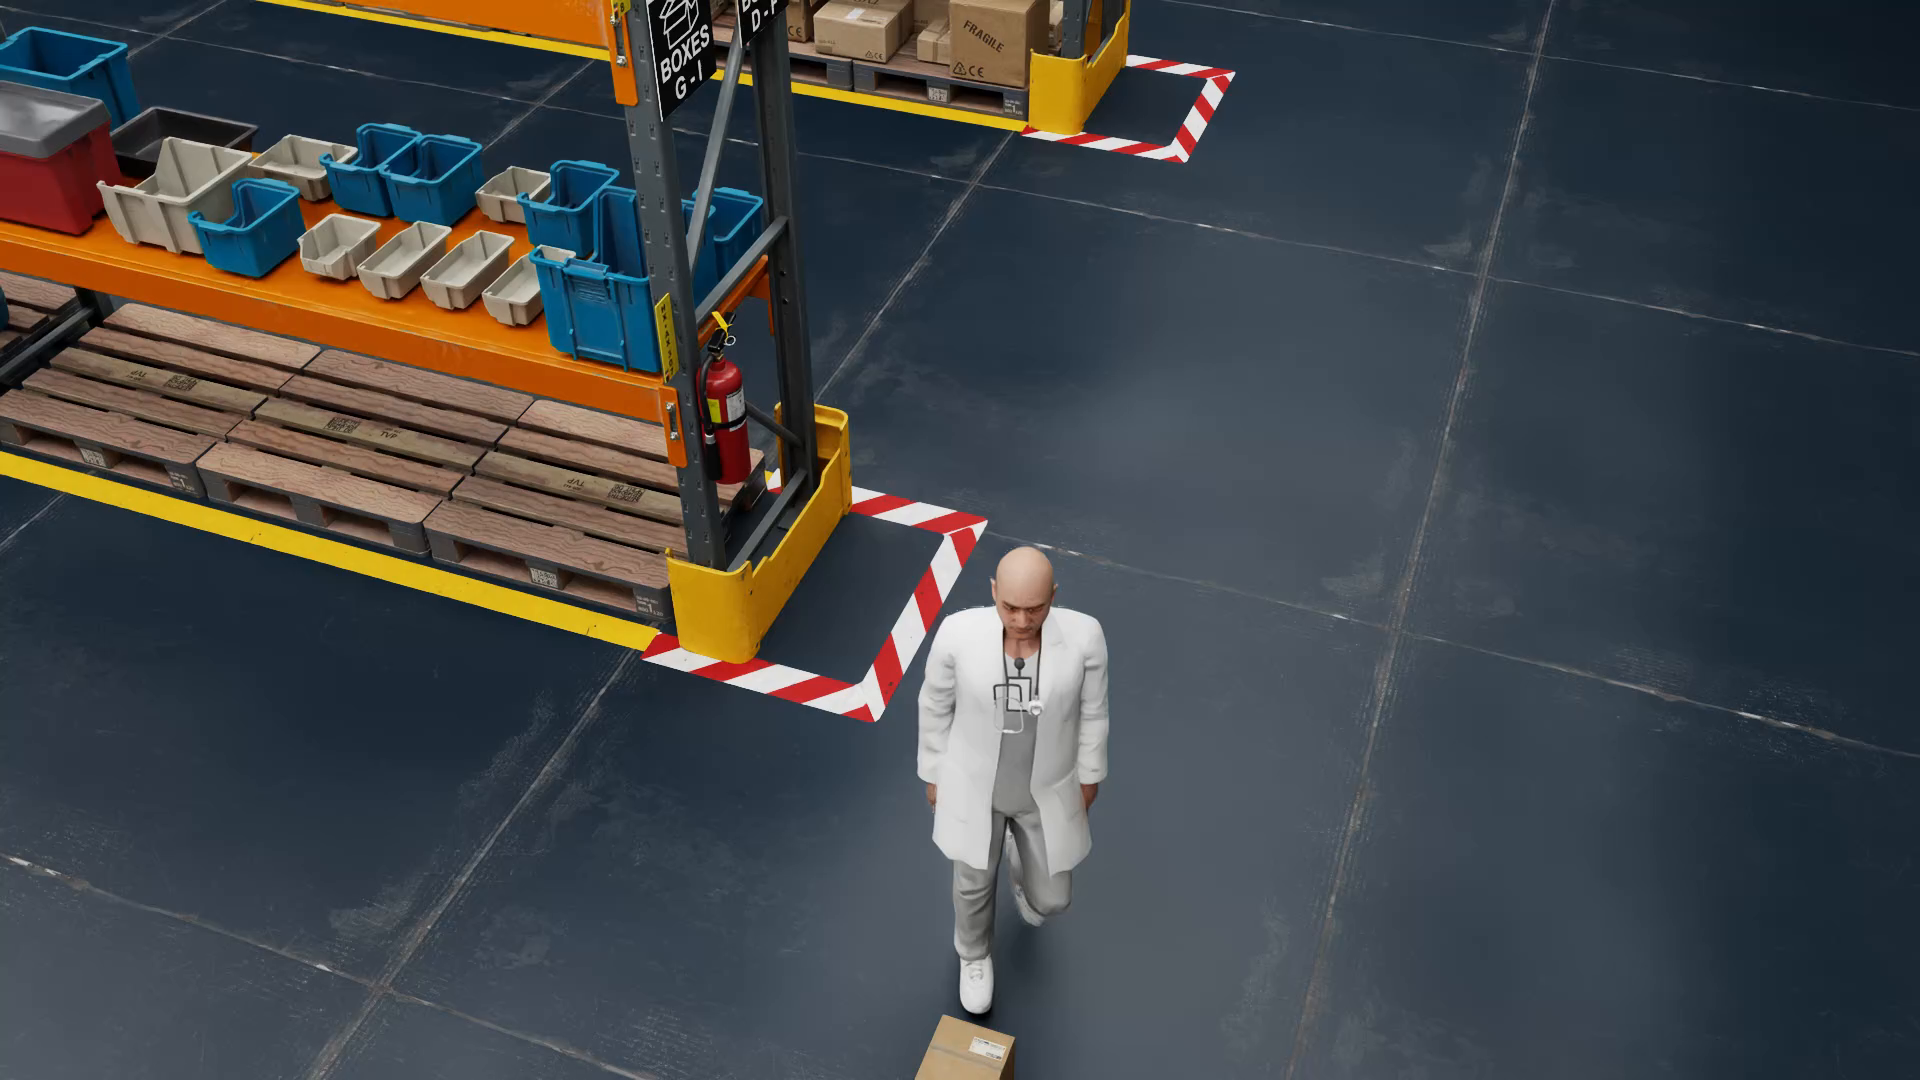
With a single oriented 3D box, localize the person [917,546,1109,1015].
[{"bbox_3d":[0.167,0.769,5.265,0.606,1.775,0.578,1,41,1],"label":"person"}]
